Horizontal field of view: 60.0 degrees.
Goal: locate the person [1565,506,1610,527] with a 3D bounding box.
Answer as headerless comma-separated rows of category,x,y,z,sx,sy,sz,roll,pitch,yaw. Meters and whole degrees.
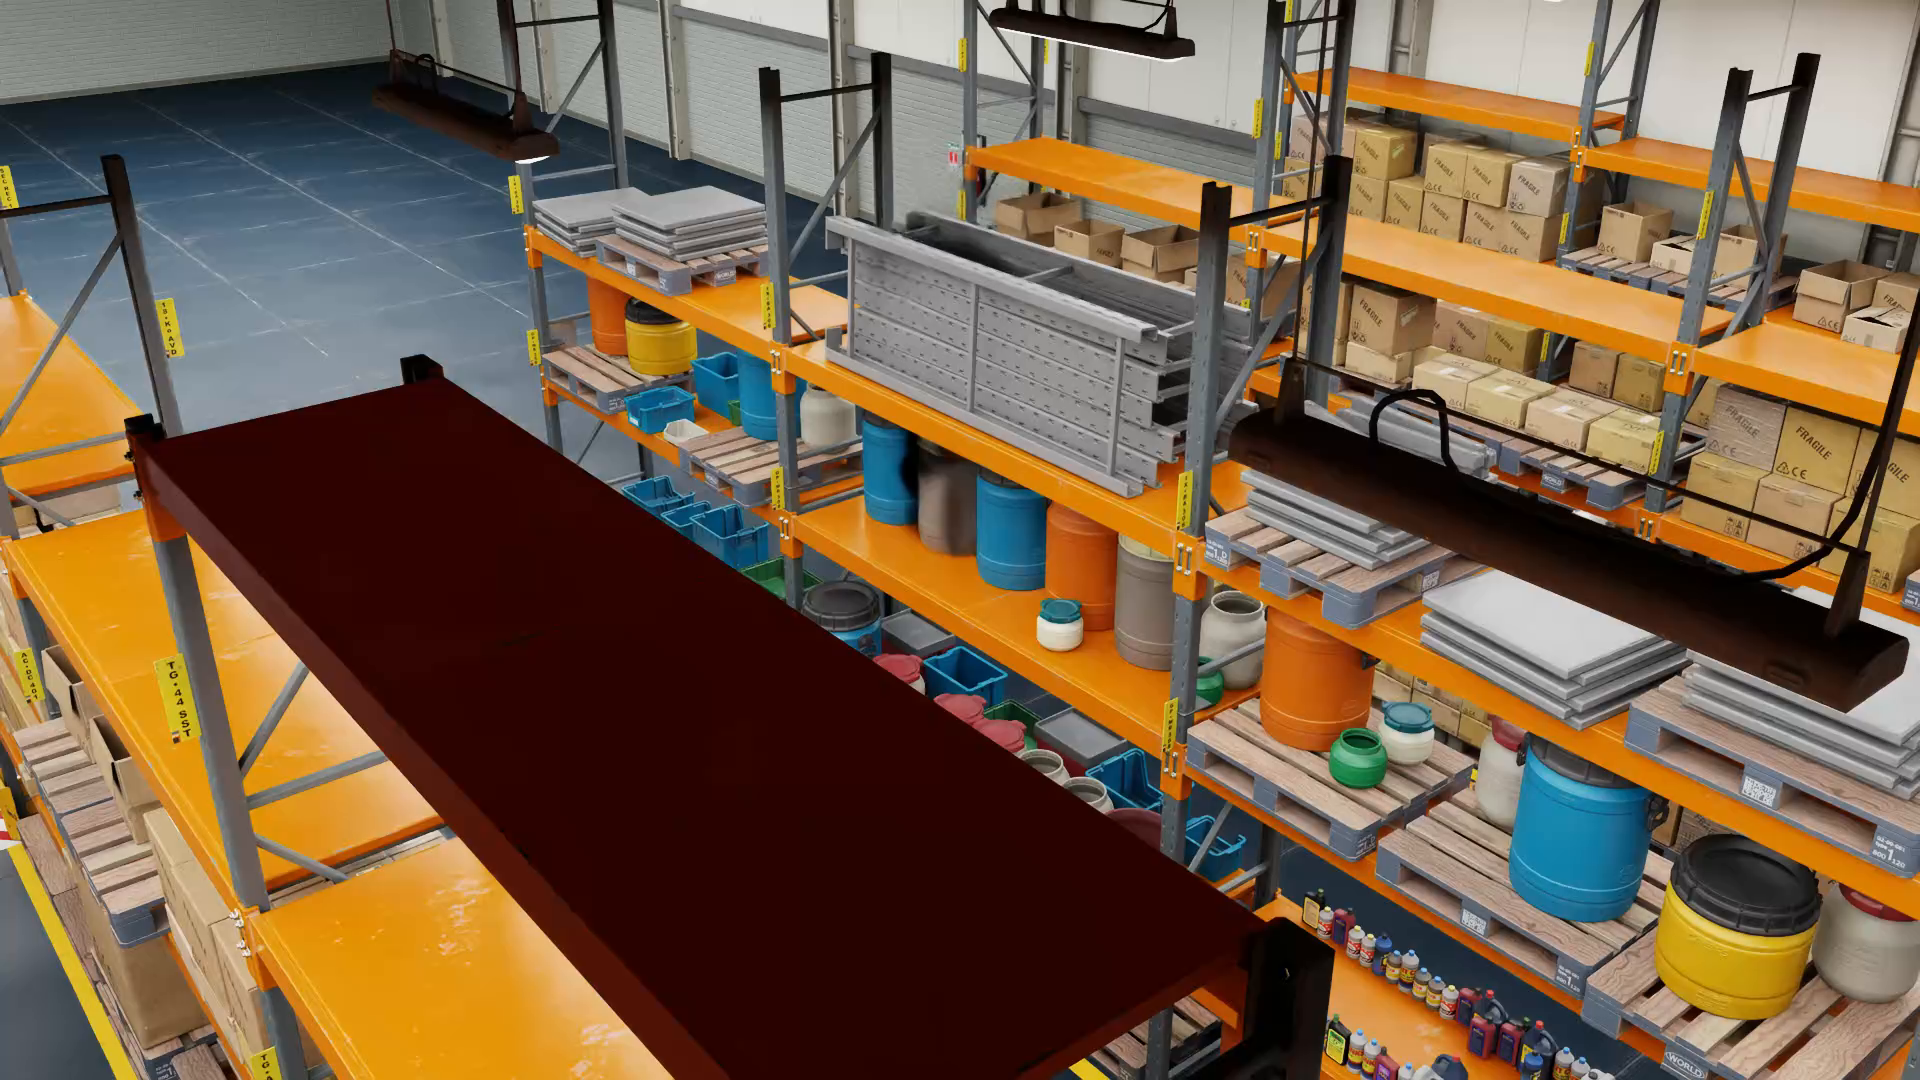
person,5.760,0.210,15.796,0.941,1.762,0.696,23,34,38
